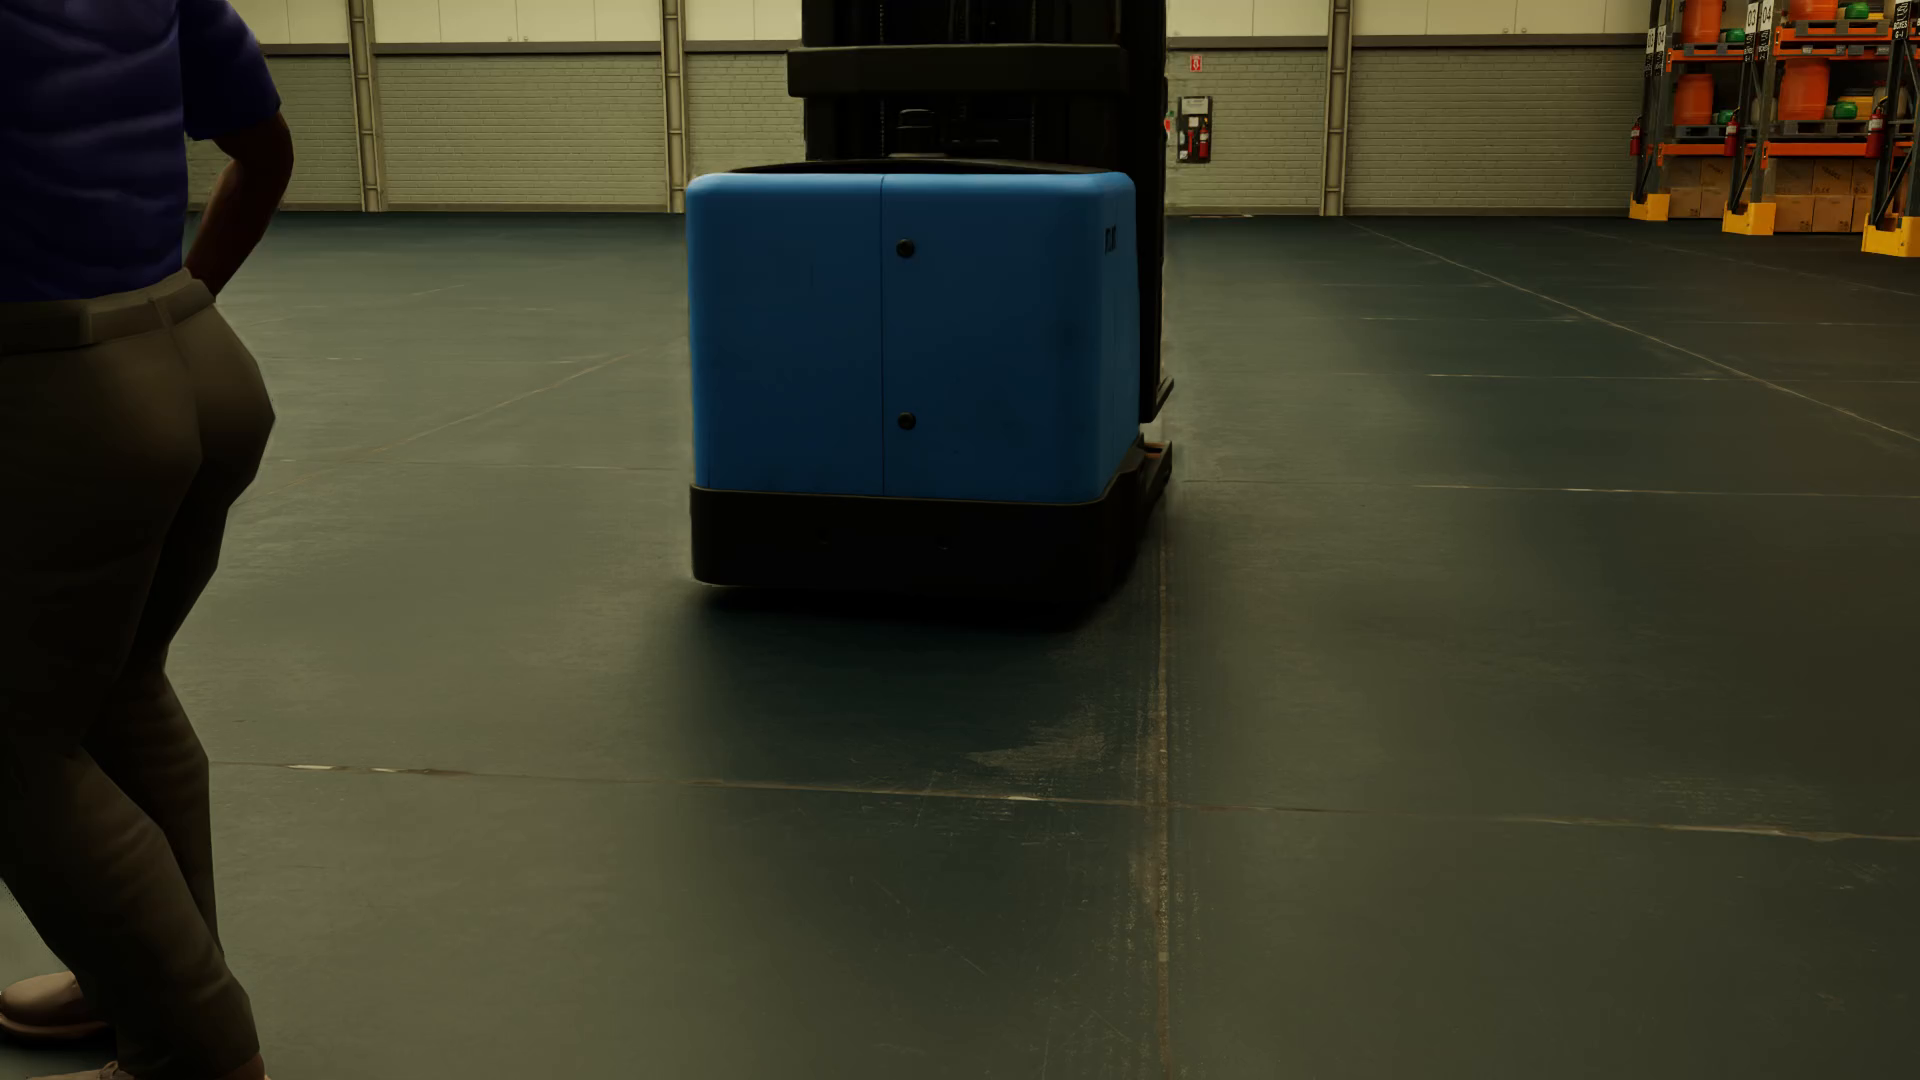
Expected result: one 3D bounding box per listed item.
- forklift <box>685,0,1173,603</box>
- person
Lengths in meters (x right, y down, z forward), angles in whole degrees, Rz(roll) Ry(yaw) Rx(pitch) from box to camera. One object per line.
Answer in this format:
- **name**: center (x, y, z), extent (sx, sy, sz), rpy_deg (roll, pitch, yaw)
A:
- **forklift**: center (0.116, -1.564, 5.197), extent (1.130, 2.935, 3.031), rpy_deg (3, 13, 11)
- **person**: center (-1.055, -0.111, 1.857), extent (0.466, 1.634, 0.648), rpy_deg (2, 13, 7)
